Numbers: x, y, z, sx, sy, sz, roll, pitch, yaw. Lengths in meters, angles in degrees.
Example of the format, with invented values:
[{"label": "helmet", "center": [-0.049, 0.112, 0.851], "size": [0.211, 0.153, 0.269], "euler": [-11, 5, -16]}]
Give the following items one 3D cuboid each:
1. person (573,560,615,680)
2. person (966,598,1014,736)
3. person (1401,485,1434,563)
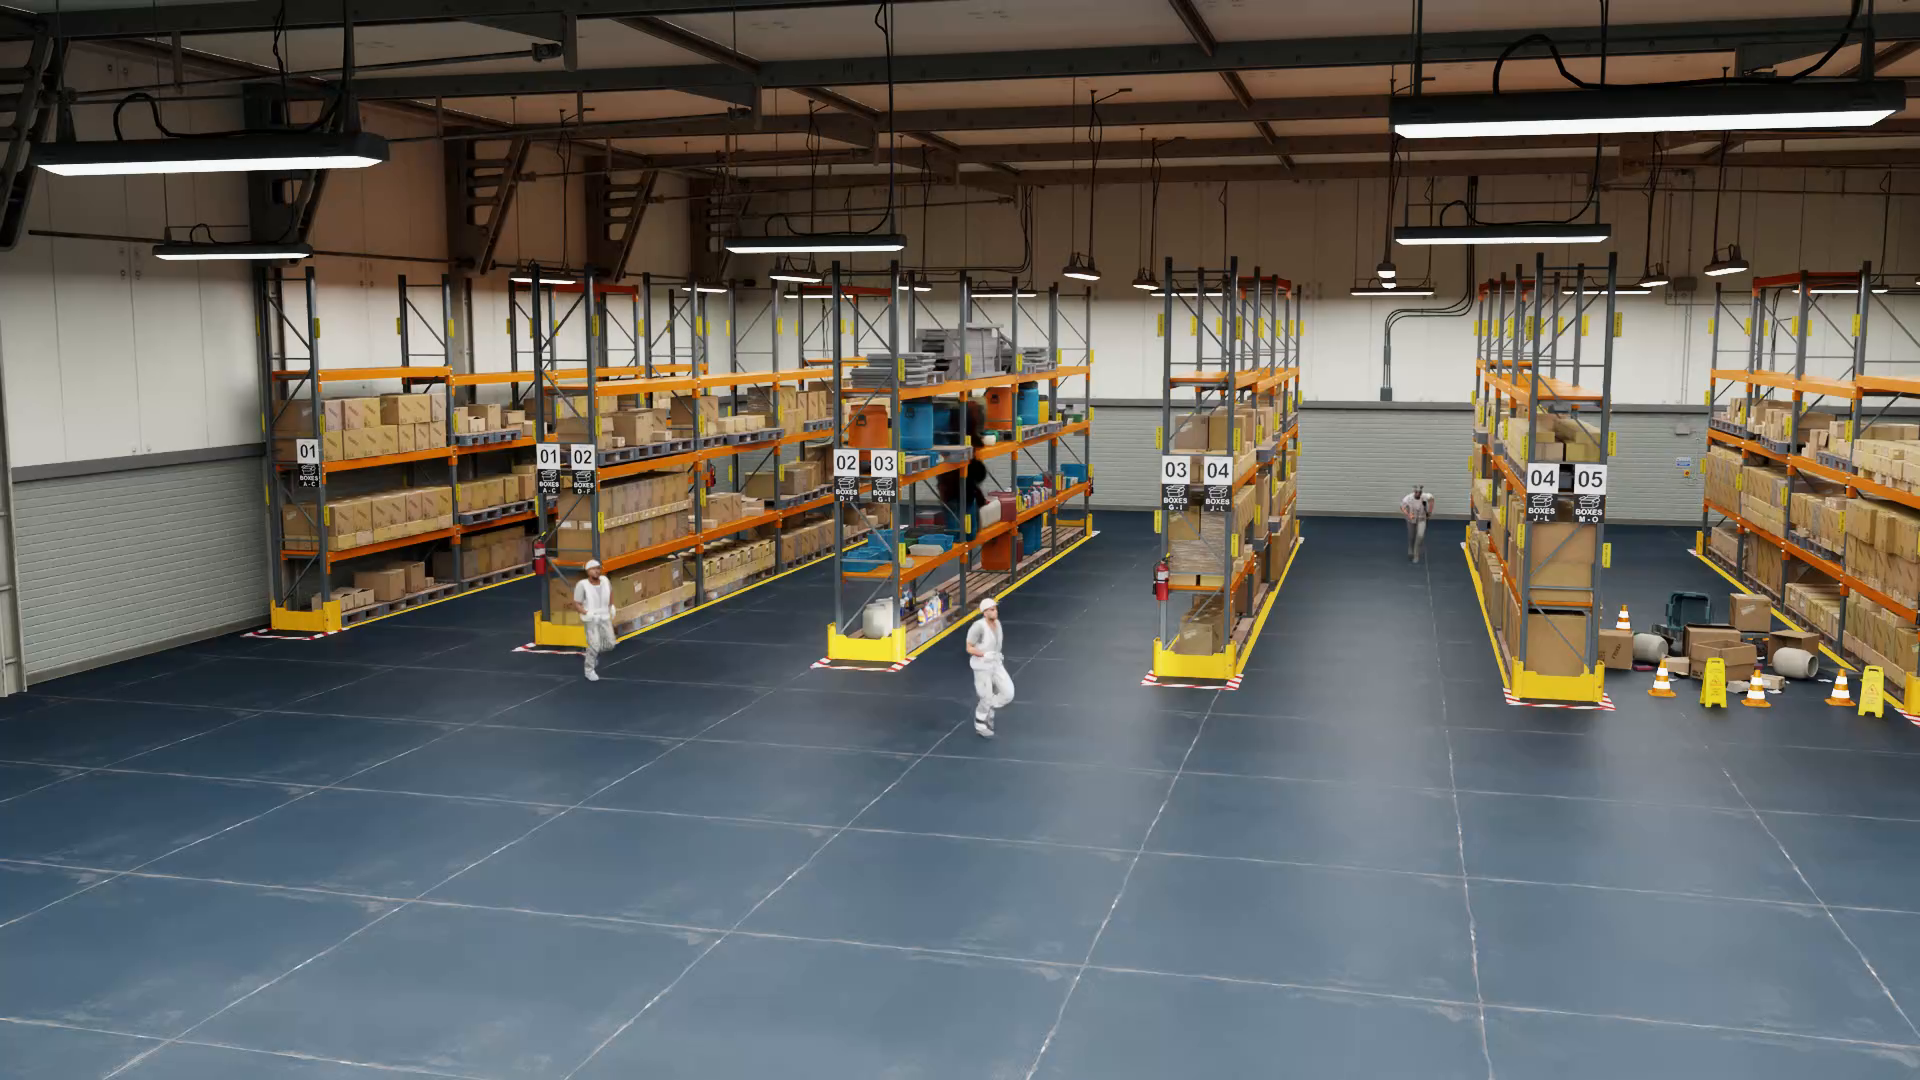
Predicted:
[{"label": "person", "center": [-5.174, 1.108, 23.754], "size": [0.711, 1.672, 0.612], "euler": [-6, 10, -41]}, {"label": "person", "center": [0.371, 1.565, 20.301], "size": [0.659, 1.735, 0.598], "euler": [-7, 10, -42]}, {"label": "person", "center": [9.905, -0.379, 36.127], "size": [0.704, 1.723, 1.022], "euler": [1, 7, 8]}]
